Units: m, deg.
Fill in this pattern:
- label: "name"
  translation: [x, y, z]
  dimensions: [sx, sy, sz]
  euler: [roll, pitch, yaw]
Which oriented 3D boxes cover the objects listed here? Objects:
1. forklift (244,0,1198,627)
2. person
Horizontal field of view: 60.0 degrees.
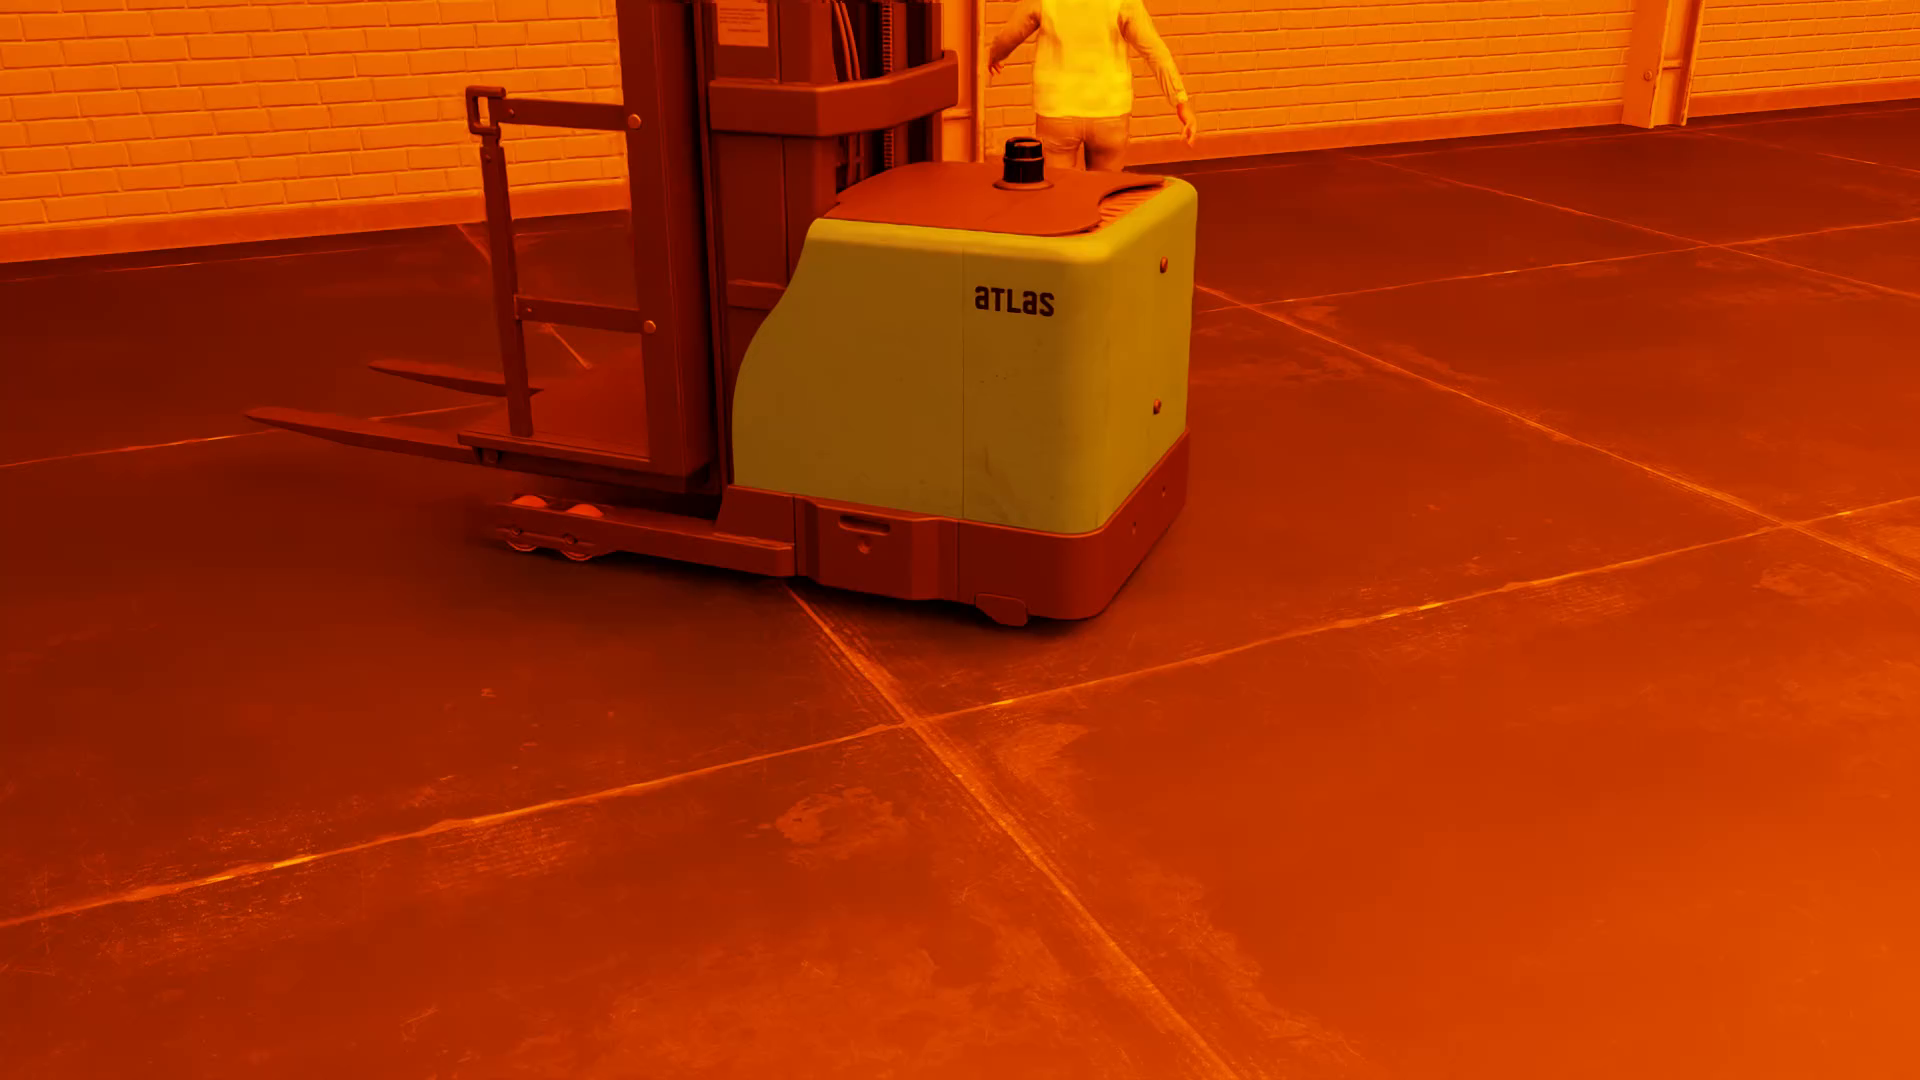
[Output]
- label: "forklift"
  translation: [-0.861, -1.467, 4.818]
  dimensions: [3.031, 2.935, 1.130]
  euler: [9, 24, 20]
- label: "person"
  translation: [0.580, -1.915, 7.461]
  dimensions: [0.943, 1.753, 0.756]
  euler: [2, 23, 4]
